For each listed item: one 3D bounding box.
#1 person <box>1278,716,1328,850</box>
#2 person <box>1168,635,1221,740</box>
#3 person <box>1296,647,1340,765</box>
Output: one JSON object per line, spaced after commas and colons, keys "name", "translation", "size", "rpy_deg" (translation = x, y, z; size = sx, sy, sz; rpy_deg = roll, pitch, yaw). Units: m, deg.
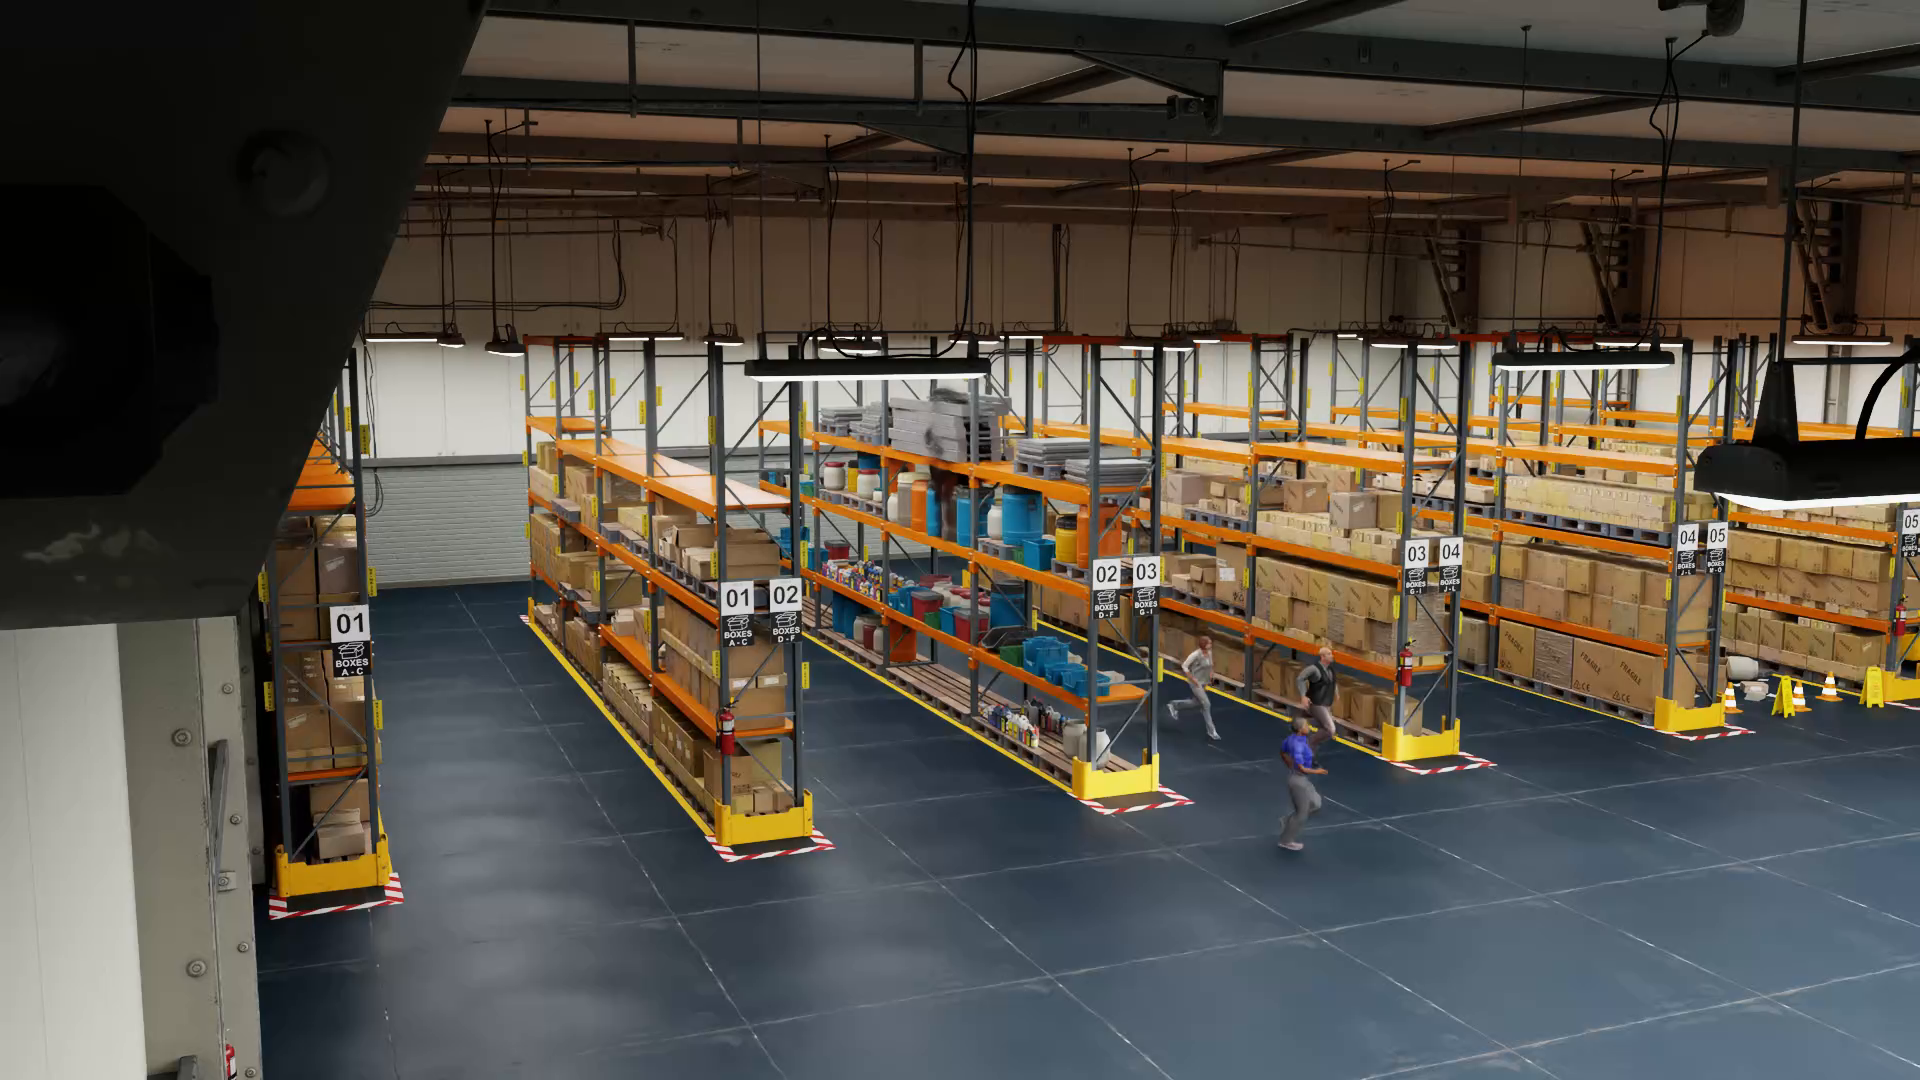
{"name": "person", "translation": [4.105, 2.941, 19.884], "size": [0.557, 1.532, 0.562], "rpy_deg": [1, 8, 6]}
{"name": "person", "translation": [3.547, 2.158, 25.371], "size": [0.814, 1.494, 0.536], "rpy_deg": [7, 10, 41]}
{"name": "person", "translation": [5.162, 2.369, 23.714], "size": [0.556, 1.681, 0.656], "rpy_deg": [6, 10, 39]}
